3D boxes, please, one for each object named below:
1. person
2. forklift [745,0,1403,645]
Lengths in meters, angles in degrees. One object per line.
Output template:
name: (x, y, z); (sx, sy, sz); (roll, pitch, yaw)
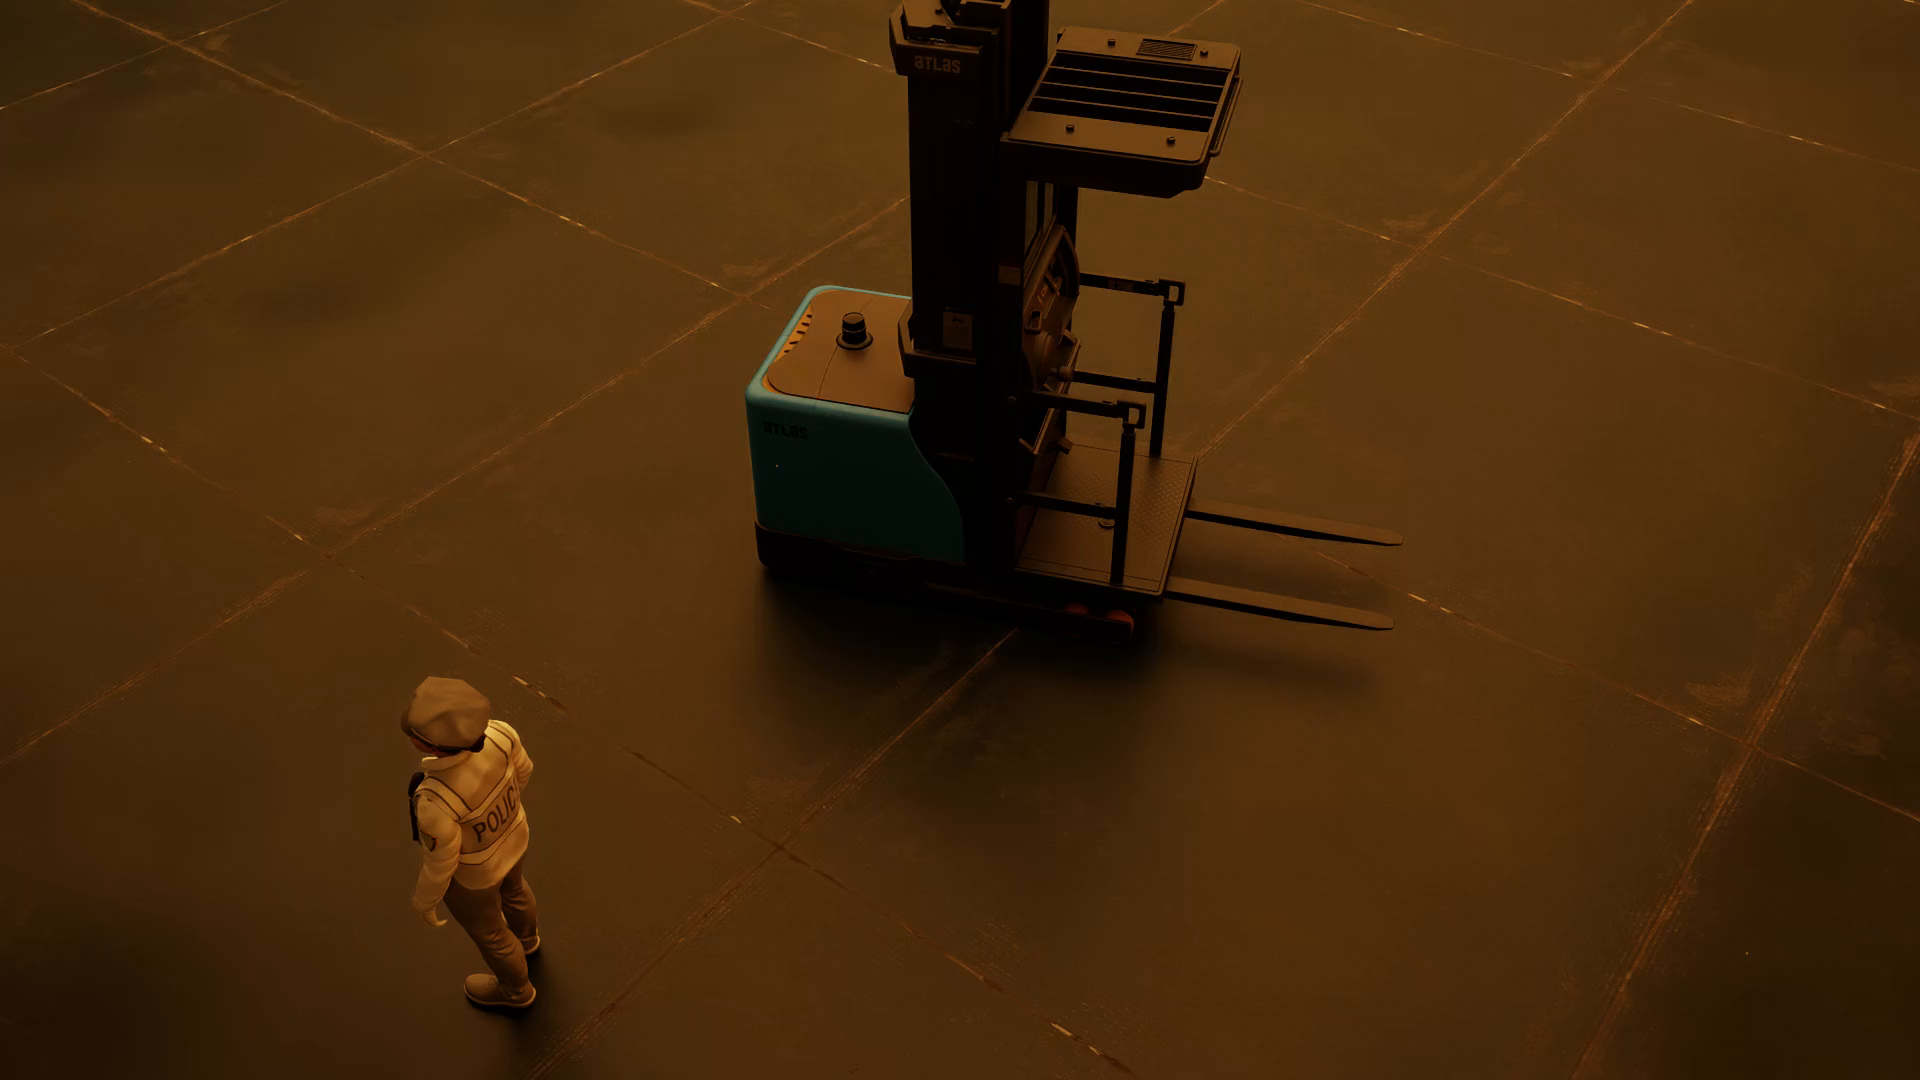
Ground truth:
person: (-1.726, 1.067, 5.765); (0.531, 1.694, 0.585); (15, 43, 17)
forklift: (0.587, -1.011, 7.260); (3.031, 2.935, 1.130); (10, 41, 12)
